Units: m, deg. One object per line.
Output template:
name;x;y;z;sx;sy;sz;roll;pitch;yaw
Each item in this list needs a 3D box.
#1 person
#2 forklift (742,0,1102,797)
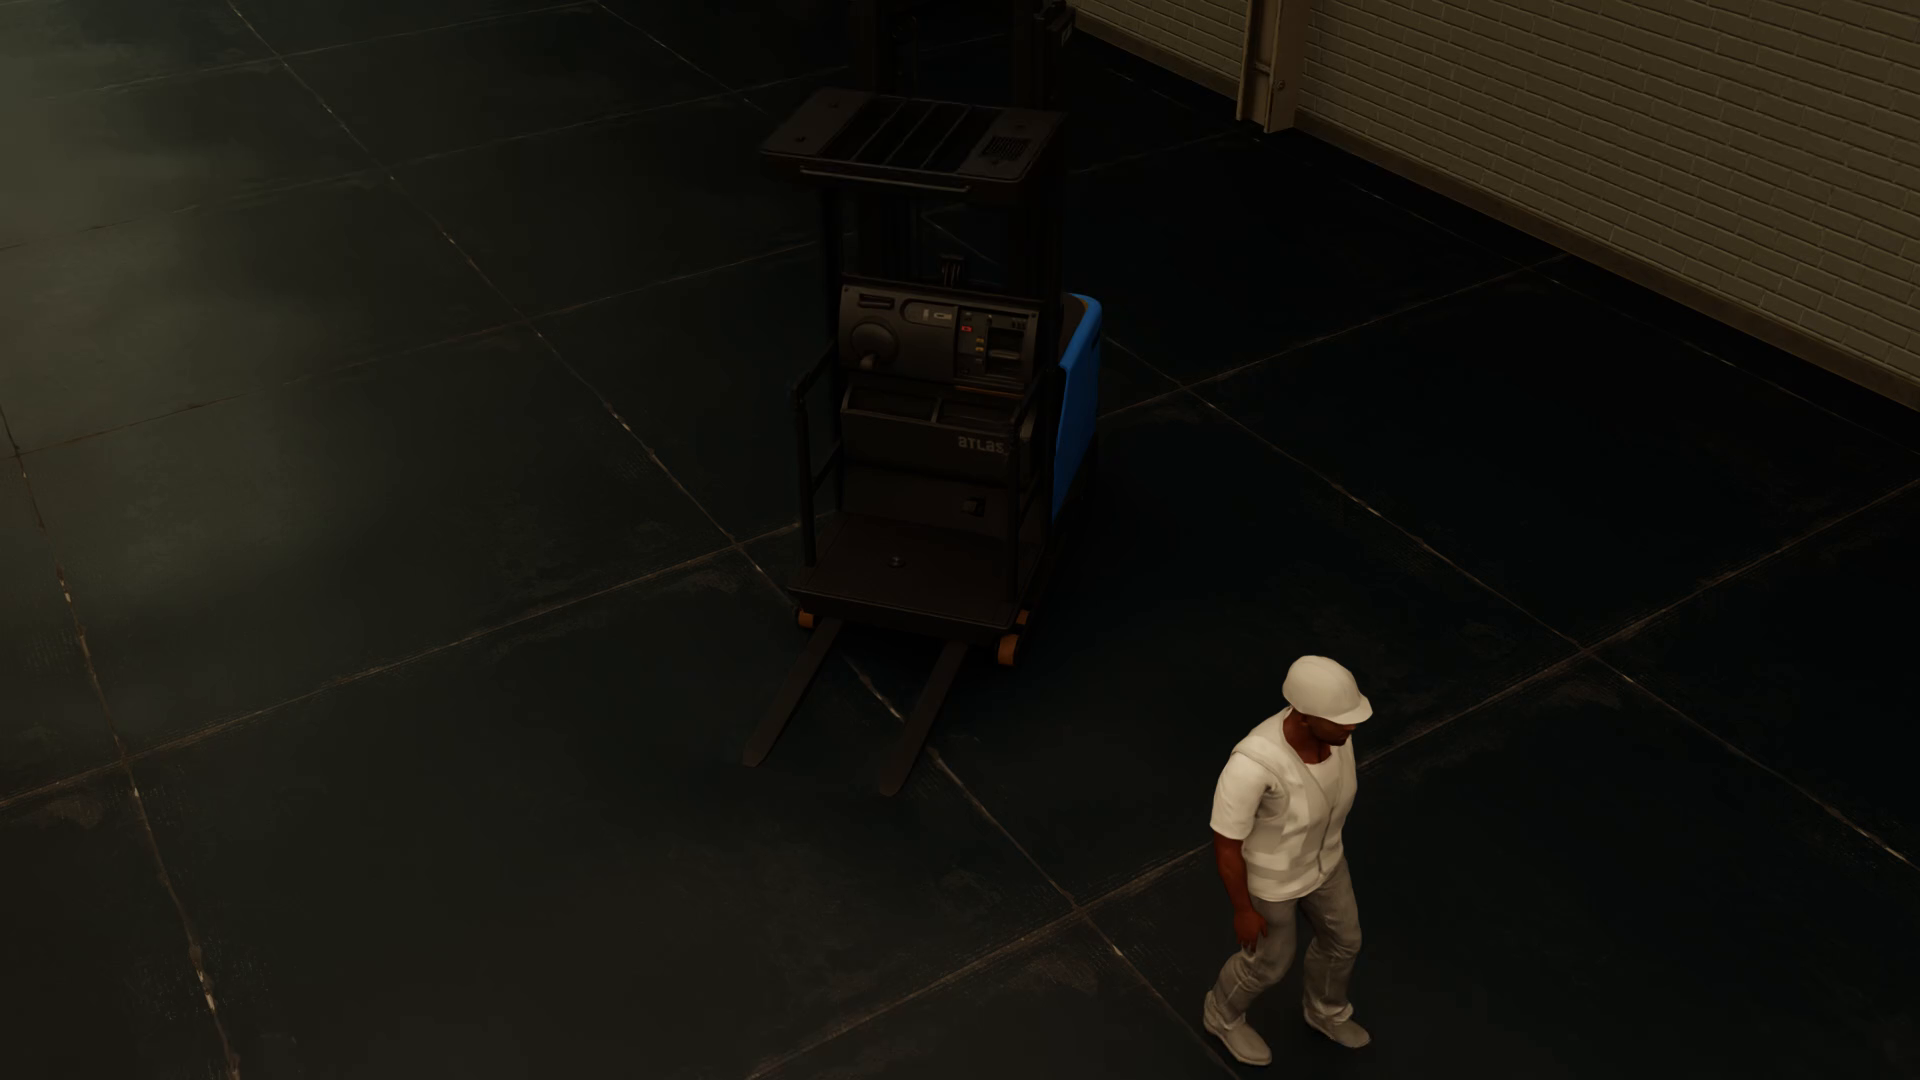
person;1.156;1.145;5.597;0.663;1.801;0.538;-27;43;-33
forklift;-0.161;-0.854;7.363;1.130;2.935;3.031;10;36;14
